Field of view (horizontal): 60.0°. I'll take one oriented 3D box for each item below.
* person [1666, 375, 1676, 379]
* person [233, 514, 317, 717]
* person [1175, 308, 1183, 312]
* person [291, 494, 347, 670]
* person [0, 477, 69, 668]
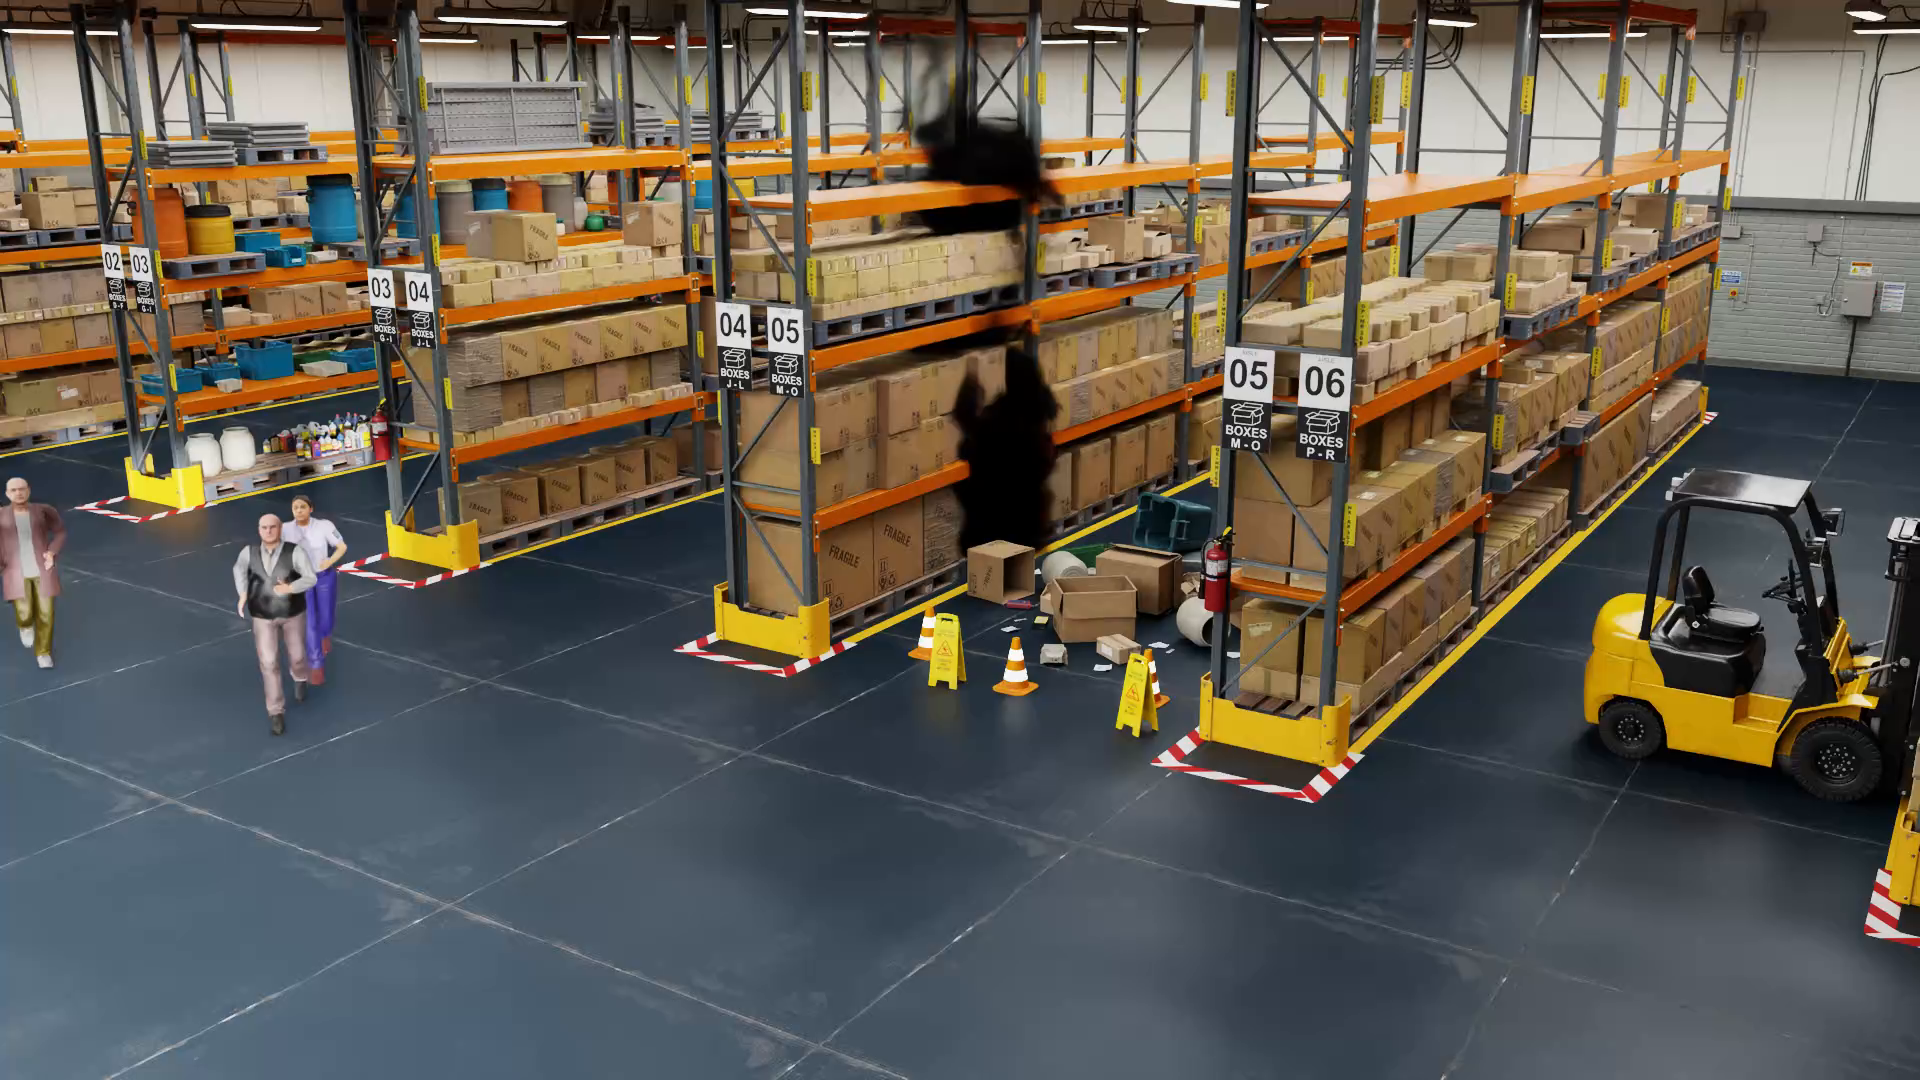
[{"bbox_3d":[11.548,-3.134,27.169,0.702,1.669,0.629,-14,21,-40],"label":"person"},{"bbox_3d":[-5.607,0.577,13.683,0.658,1.637,0.825,-5,16,-17],"label":"person"},{"bbox_3d":[3.466,-2.824,26.283,0.633,1.658,0.499,8,17,26],"label":"person"},{"bbox_3d":[-5.754,0.339,14.815,0.598,1.564,0.685,-5,16,-18],"label":"person"},{"bbox_3d":[-8.387,0.284,14.991,0.710,1.733,0.637,-10,18,-31],"label":"person"}]
